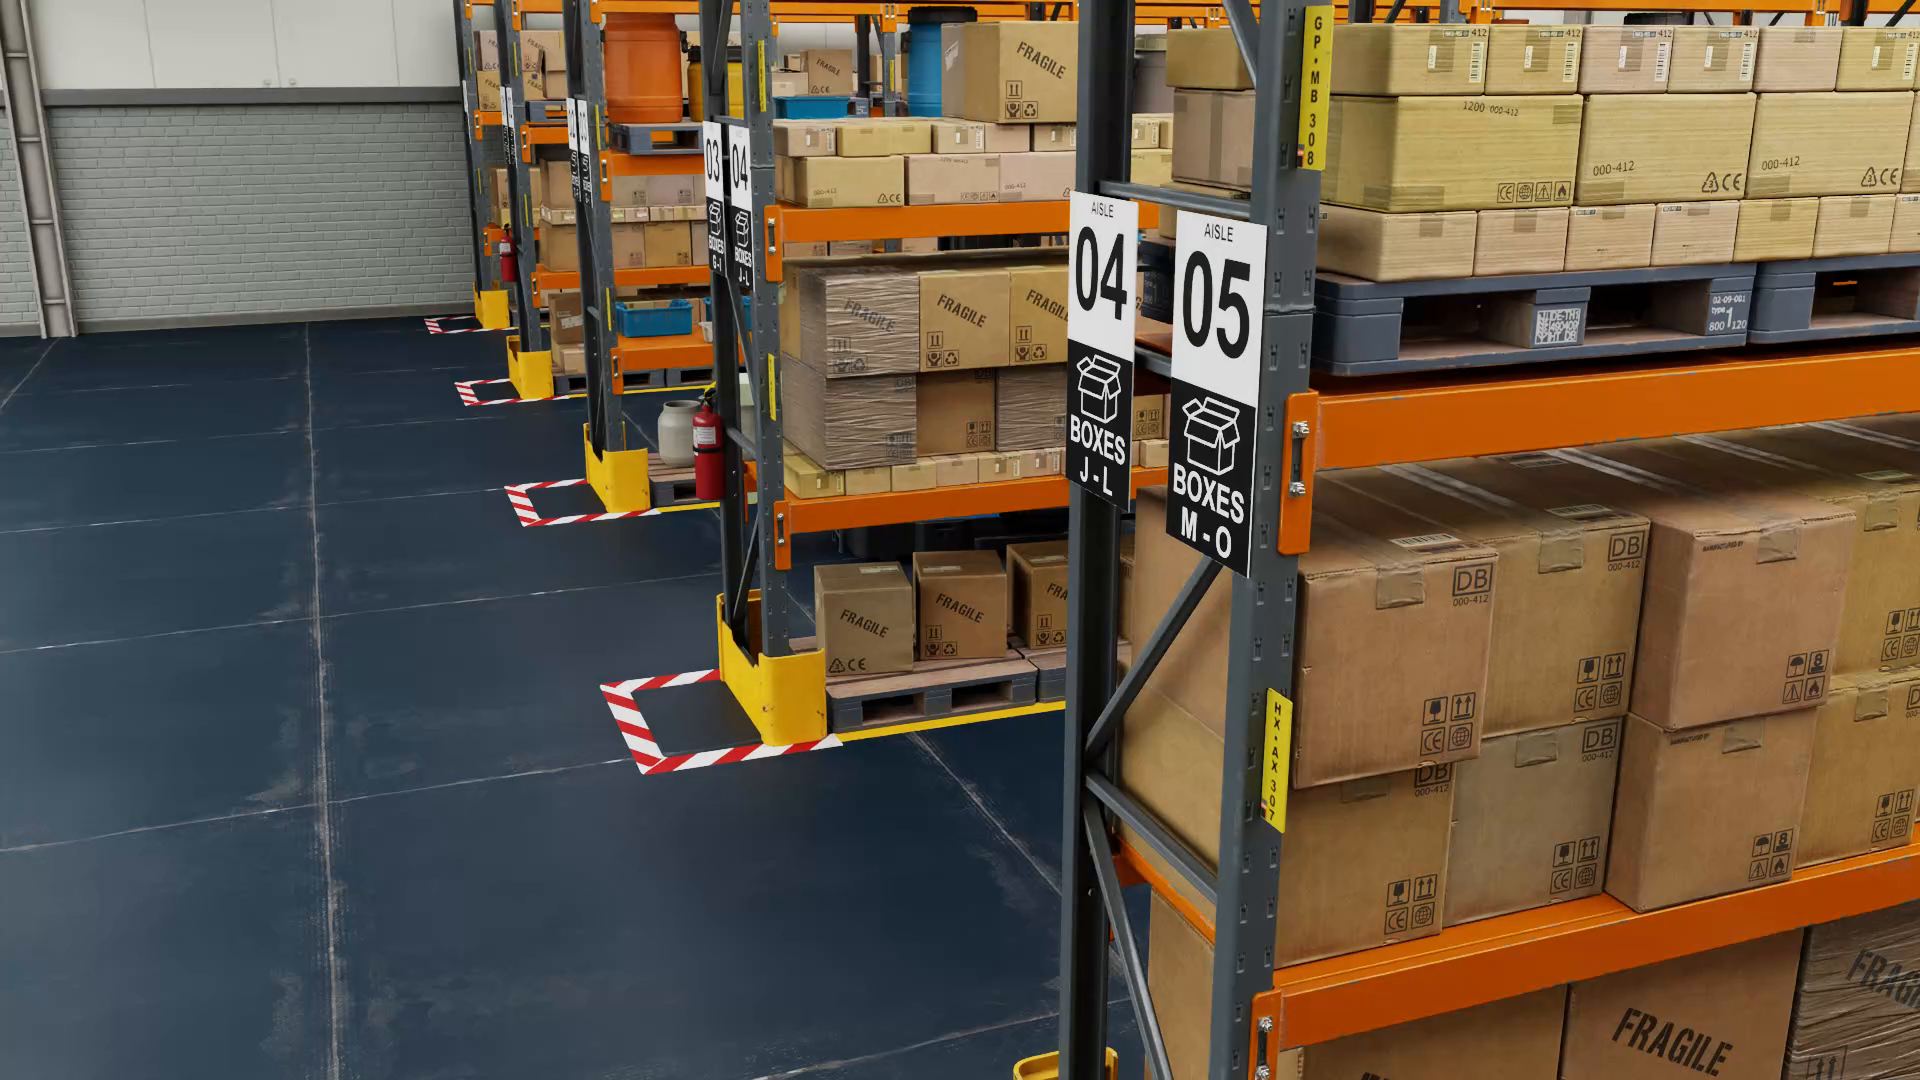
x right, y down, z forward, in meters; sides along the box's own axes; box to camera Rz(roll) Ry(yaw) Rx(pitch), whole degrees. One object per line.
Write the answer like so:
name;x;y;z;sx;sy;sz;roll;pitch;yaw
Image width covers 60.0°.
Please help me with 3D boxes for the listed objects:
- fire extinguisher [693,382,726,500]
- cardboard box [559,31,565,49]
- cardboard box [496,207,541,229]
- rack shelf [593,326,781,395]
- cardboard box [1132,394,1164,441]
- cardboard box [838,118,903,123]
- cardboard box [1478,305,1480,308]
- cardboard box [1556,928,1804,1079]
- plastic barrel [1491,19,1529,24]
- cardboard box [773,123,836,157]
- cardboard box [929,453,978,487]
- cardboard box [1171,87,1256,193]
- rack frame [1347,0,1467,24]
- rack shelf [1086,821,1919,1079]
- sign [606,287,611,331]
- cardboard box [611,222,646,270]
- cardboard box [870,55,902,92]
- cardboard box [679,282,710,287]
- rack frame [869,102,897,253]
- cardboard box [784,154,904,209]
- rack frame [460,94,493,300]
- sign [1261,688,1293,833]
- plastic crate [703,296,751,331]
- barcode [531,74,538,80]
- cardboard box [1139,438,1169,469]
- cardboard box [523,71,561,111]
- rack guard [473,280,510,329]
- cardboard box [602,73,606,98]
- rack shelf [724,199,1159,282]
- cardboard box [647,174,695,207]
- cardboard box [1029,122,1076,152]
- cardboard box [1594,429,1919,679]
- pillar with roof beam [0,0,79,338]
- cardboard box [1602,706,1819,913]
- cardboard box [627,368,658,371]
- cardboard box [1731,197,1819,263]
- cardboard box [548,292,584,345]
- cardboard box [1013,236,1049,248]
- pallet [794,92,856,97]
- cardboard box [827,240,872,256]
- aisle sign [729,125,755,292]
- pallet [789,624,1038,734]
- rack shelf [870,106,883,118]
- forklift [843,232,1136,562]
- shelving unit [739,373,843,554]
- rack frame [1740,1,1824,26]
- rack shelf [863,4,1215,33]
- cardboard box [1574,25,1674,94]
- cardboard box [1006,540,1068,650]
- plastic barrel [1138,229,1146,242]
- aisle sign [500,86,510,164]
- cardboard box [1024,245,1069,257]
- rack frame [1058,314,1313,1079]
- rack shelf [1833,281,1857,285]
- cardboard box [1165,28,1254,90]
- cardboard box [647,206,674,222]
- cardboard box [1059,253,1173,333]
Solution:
fire extinguisher;-1.412;-0.569;9.351;0.183;0.674;0.296;-6;17;-20
cardboard box;-5.050;-6.450;21.928;0.500;0.500;0.500;-6;17;-19
cardboard box;-5.888;-4.310;22.182;0.500;0.250;0.500;-7;18;-22
rack shelf;-1.045;-1.656;14.192;4.000;0.370;1.077;-6;17;-20
cardboard box;0.761;-0.904;9.648;0.500;0.500;0.875;-6;17;-20
cardboard box;-0.491;-2.217;9.060;0.250;0.149;0.380;-7;18;-22
cardboard box;3.387;-1.433;10.343;1.000;1.000;1.000;-6;17;-20
cardboard box;1.971;1.461;5.324;0.875;0.875;0.875;-6;18;-21
plastic barrel;5.089;-4.510;15.801;0.708;0.830;0.600;-6;17;-20
cardboard box;-0.800;-2.022;8.396;0.250;0.149;0.380;-6;18;-20
cardboard box;-0.084;-0.414;9.132;0.250;0.149;0.380;-6;17;-20
cardboard box;0.897;-1.064;4.390;0.500;0.250;0.500;-6;17;-19
rack frame;2.595;-3.779;9.495;0.127;3.000;1.000;-6;17;-20
rack shelf;2.408;0.962;5.276;4.000;0.370;1.077;-6;17;-20
sign;-2.720;-1.788;12.871;0.005;0.325;0.100;-6;17;-20
cardboard box;-3.752;-3.250;18.163;0.500;0.500;0.700;-6;17;-19
cardboard box;-1.032;-6.657;23.697;0.500;0.500;0.500;-7;18;-22
cardboard box;-3.677;-3.706;23.552;0.500;0.500;0.500;-8;18;-24
rack frame;-0.946;-3.507;19.217;0.127;3.000;1.000;-6;17;-20
cardboard box;-0.598;-1.845;8.499;0.500;0.250;0.500;-6;17;-18
rack frame;-6.458;-4.407;22.280;0.127;3.000;1.000;-6;17;-20
sign;0.733;0.512;3.855;0.005;0.325;0.100;-6;17;-20
plastic crate;-1.944;-1.922;14.083;0.408;0.251;0.499;-6;17;-20
barcode;-4.572;-4.979;17.875;0.075;0.075;0.001;-6;17;-20
cardboard box;1.093;-0.533;9.536;0.250;0.149;0.380;-6;17;-20
cardboard box;-5.542;-5.916;21.884;0.500;0.500;0.500;-5;17;-16
rack guard;-6.387;-3.215;22.659;0.348;0.500;1.175;-6;17;-20
cardboard box;-3.701;-4.925;17.995;0.500;0.250;0.500;-6;17;-20
rack shelf;0.727;-1.793;9.332;4.000;0.370;1.077;-6;17;-20
cardboard box;-3.232;-3.929;18.173;0.500;0.500;0.700;-6;17;-20
cardboard box;0.426;-2.145;8.812;0.250;0.149;0.380;-7;18;-23
cardboard box;2.401;0.013;5.048;0.500;0.550;0.875;-6;17;-20
pillar with roof beam;-10.176;-5.846;16.533;0.400;9.000;9.100;-6;17;-20
cardboard box;1.944;0.612;4.923;0.550;0.550;0.875;-6;17;-20
cardboard box;-3.636;-2.033;18.331;0.500;0.250;0.500;-6;17;-20
cardboard box;1.918;-0.802;4.205;0.250;0.149;0.380;-6;17;-20
cardboard box;-4.287;-2.478;18.517;0.500;0.500;0.500;-6;17;-20
cardboard box;0.736;-3.732;19.805;0.500;0.500;0.500;-6;17;-20
pallet;-2.108;-6.193;23.374;1.003;0.211;1.213;-6;17;-20
cardboard box;-1.358;-3.508;19.045;0.500;0.500;0.700;-7;18;-22
aisle sign;-1.091;-1.659;8.310;0.004;0.787;0.394;-6;17;-20
pallet;-0.298;0.761;9.633;1.213;0.211;1.003;-6;17;-20
rack shelf;-0.855;-6.106;24.019;4.000;0.370;1.077;-6;17;-20
forklift;0.612;-1.446;12.320;3.031;2.935;1.130;-4;17;-12
shelving unit;-1.274;-0.652;12.158;0.755;1.500;0.431;-4;17;-12
rack frame;8.293;-5.888;16.679;0.127;3.000;1.000;-6;17;-20
rack shelf;0.921;-6.050;19.216;4.000;0.370;1.077;-6;17;-20
cardboard box;1.439;-1.133;3.918;0.250;0.149;0.380;-6;18;-21
cardboard box;0.586;0.315;9.893;0.500;0.500;0.500;-4;17;-15
plastic barrel;1.292;-2.403;14.568;0.708;0.901;0.600;-6;17;-20
aisle sign;-4.848;-4.422;17.718;0.004;0.787;0.394;-6;17;-20
cardboard box;0.687;-1.438;9.690;0.500;0.500;0.500;-6;17;-20
rack frame;0.540;0.818;4.488;0.127;3.000;1.000;-6;17;-20
rack shelf;10.161;-2.866;18.312;4.000;0.370;1.077;-6;17;-20
cardboard box;0.733;-1.256;4.335;0.250;0.149;0.380;-6;17;-20
cardboard box;-3.275;-3.550;18.036;0.250;0.149;0.380;-7;18;-22
cardboard box;0.871;-1.302;9.230;0.500;0.500;0.500;-6;17;-20
